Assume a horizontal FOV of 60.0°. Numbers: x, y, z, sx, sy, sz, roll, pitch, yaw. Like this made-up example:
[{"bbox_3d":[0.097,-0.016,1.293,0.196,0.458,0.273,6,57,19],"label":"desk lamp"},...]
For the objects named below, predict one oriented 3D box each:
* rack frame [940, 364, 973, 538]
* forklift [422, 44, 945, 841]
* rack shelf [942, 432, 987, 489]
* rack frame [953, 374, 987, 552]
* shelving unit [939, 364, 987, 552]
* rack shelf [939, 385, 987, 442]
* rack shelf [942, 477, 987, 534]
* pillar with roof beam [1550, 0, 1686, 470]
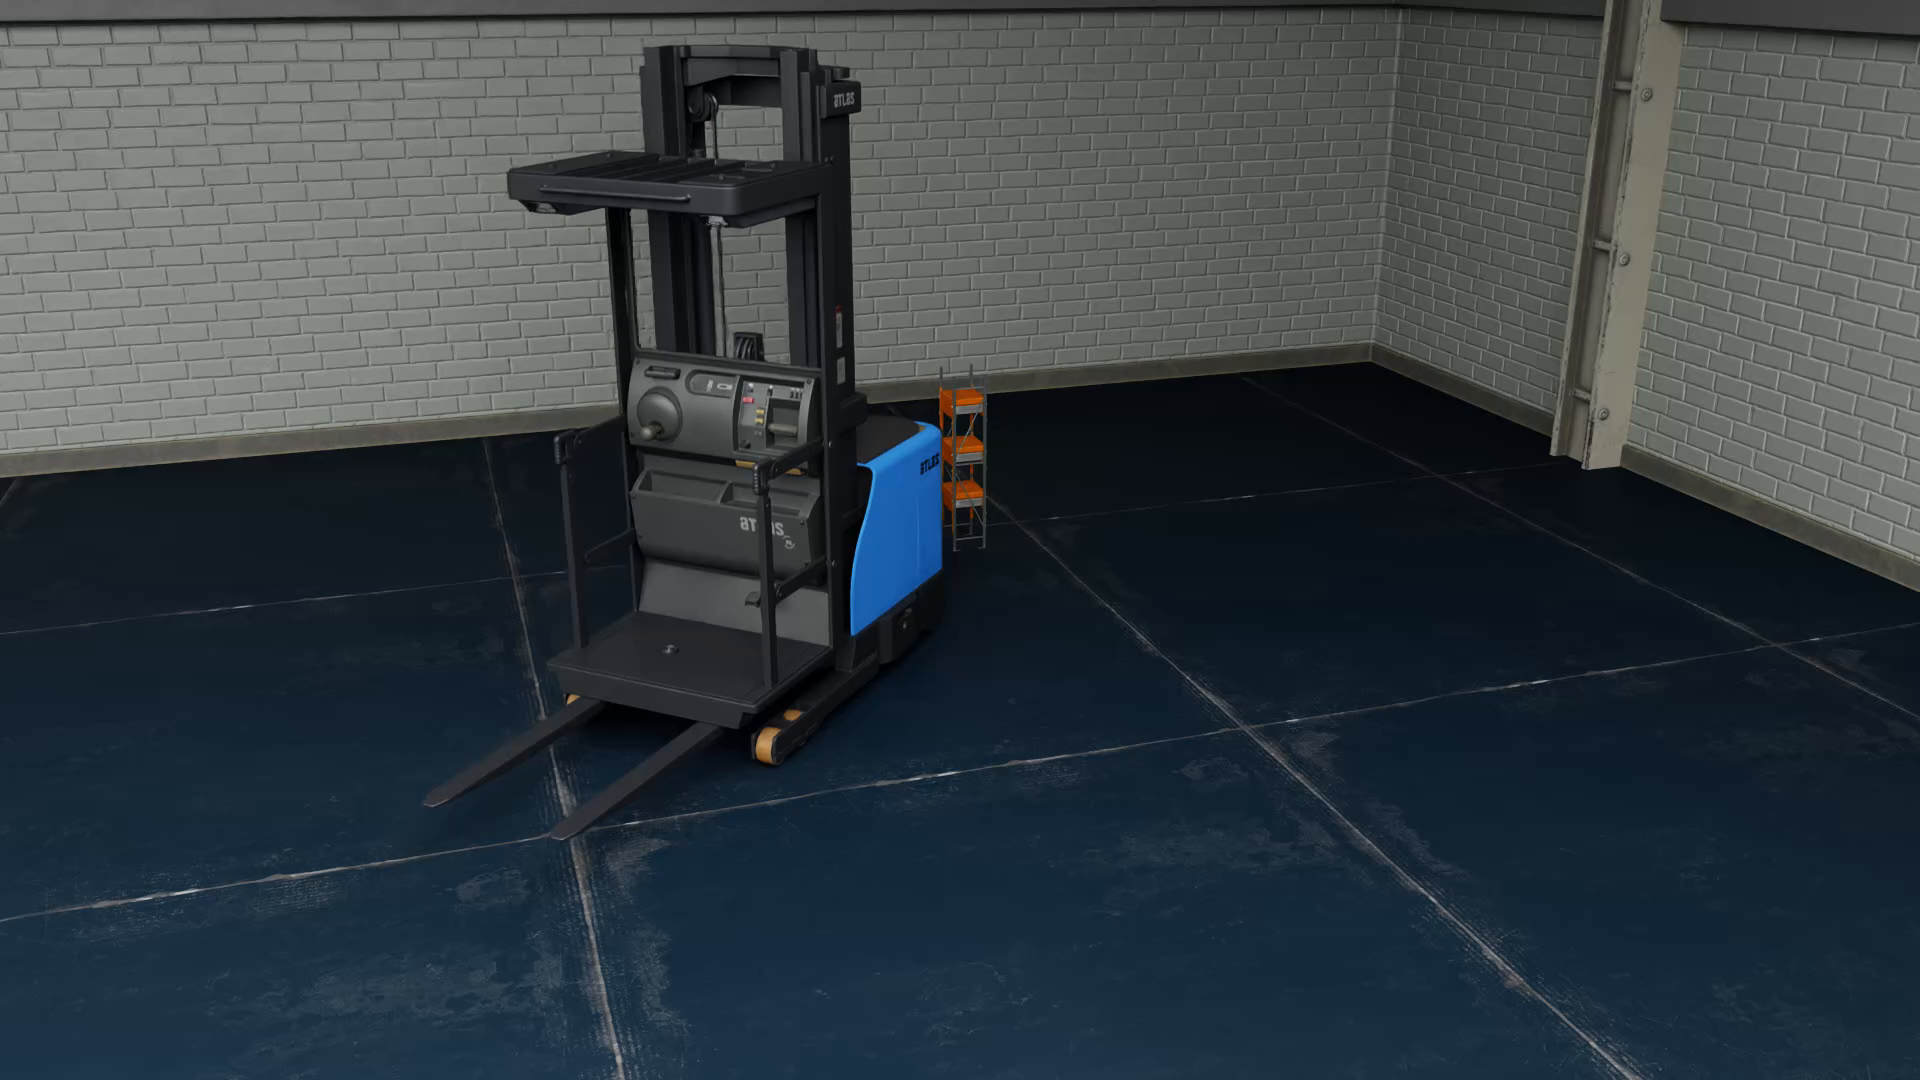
[{"bbox_3d":[-0.022,-0.516,9.800,0.200,1.050,0.008,-6,21,-17],"label":"rack frame"},{"bbox_3d":[-1.148,-0.570,7.167,1.130,2.935,3.031,9,22,23],"label":"forklift"},{"bbox_3d":[0.017,-0.467,9.695,0.215,0.259,0.240,-6,21,-17],"label":"rack shelf"},{"bbox_3d":[0.055,-0.438,9.582,0.200,1.050,0.008,-6,21,-17],"label":"rack frame"},{"bbox_3d":[0.017,-0.477,9.691,0.215,1.050,0.252,-6,21,-17],"label":"shelving unit"},{"bbox_3d":[0.017,-0.734,9.599,0.215,0.259,0.240,-6,21,-17],"label":"rack shelf"},{"bbox_3d":[0.017,-0.205,9.789,0.215,0.259,0.240,-6,21,-17],"label":"rack shelf"},{"bbox_3d":[0.227,-4.332,8.664,9.100,9.000,0.400,-6,21,-17],"label":"pillar with roof beam"}]
